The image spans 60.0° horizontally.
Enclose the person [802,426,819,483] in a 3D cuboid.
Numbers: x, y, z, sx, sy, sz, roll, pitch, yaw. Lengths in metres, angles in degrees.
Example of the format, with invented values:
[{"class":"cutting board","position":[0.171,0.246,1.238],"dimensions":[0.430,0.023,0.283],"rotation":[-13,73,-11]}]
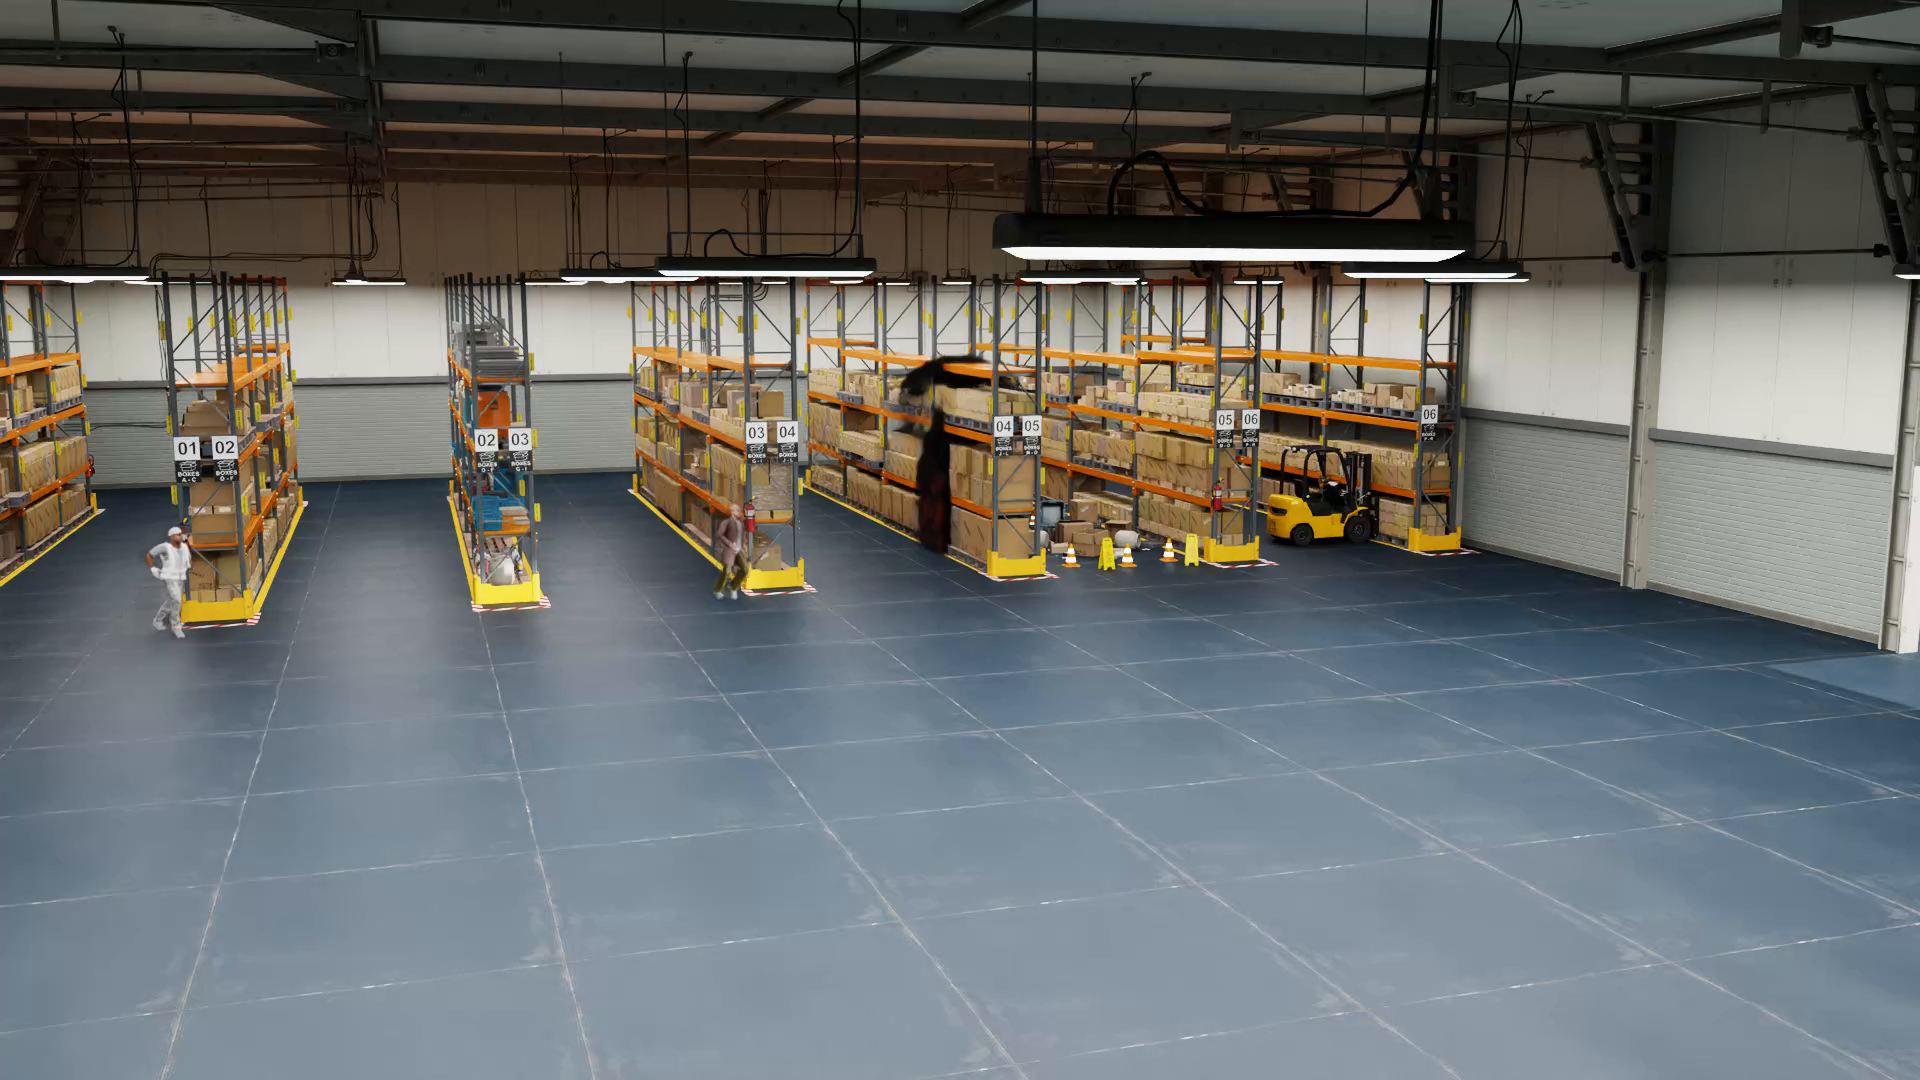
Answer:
[{"class":"person","position":[-4.392,-2.643,49.576],"dimensions":[0.893,1.816,0.682],"rotation":[-6,11,-35]}]

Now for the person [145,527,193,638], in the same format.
[{"class":"person","position":[-13.143,0.686,27.792],"dimensions":[0.826,1.814,0.702],"rotation":[3,9,19]}]

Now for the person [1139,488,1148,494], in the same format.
[{"class":"person","position":[4.856,-1.993,44.028],"dimensions":[0.578,1.652,0.708],"rotation":[-4,9,-23]}]

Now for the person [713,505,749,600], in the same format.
[{"class":"person","position":[-4.190,0.225,30.907],"dimensions":[0.667,1.765,0.774],"rotation":[8,12,42]}]
